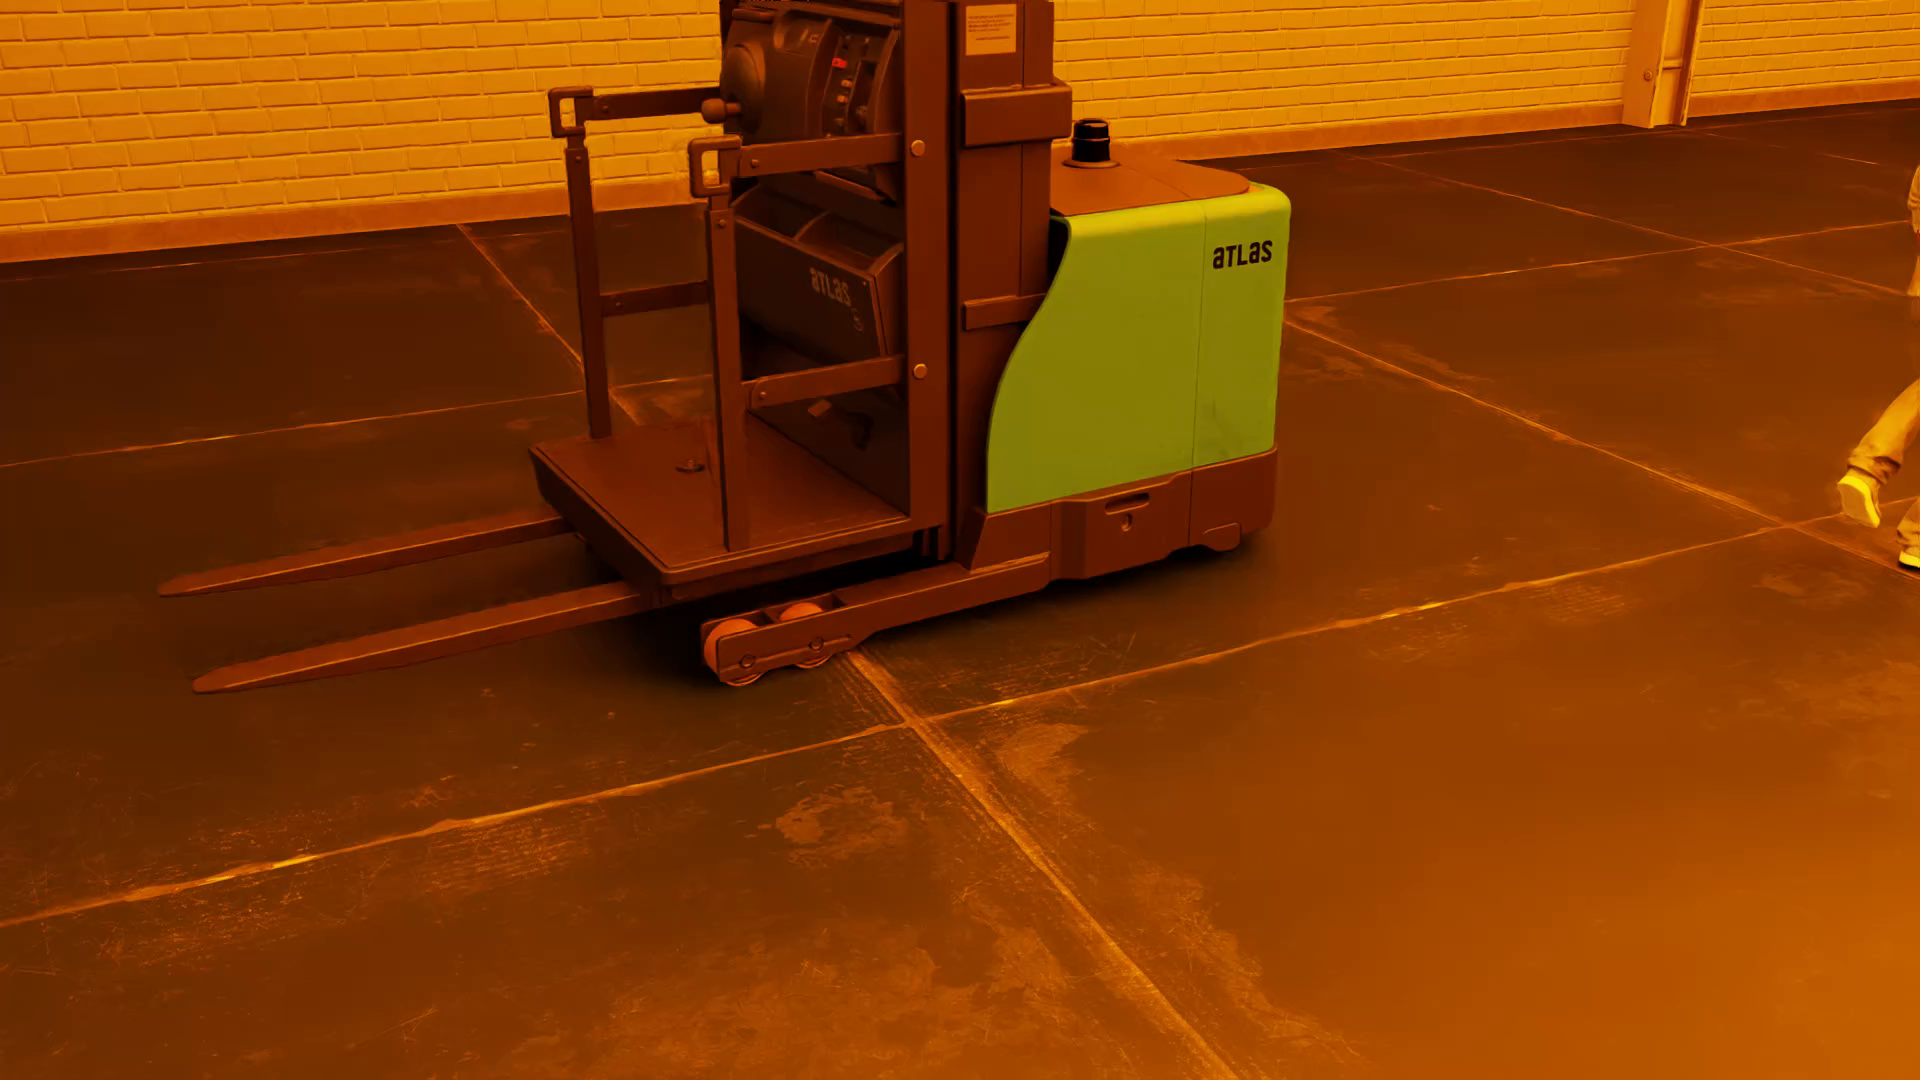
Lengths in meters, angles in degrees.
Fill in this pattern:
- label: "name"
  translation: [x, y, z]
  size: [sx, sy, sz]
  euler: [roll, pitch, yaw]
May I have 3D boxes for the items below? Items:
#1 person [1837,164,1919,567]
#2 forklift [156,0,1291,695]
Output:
- label: "person"
  translation: [2.850, -0.674, 4.680]
  size: [0.433, 1.577, 0.582]
  euler: [-8, 24, -19]
- label: "forklift"
  translation: [-0.578, -1.215, 4.210]
  size: [3.031, 2.935, 1.130]
  euler: [-13, 26, -28]
